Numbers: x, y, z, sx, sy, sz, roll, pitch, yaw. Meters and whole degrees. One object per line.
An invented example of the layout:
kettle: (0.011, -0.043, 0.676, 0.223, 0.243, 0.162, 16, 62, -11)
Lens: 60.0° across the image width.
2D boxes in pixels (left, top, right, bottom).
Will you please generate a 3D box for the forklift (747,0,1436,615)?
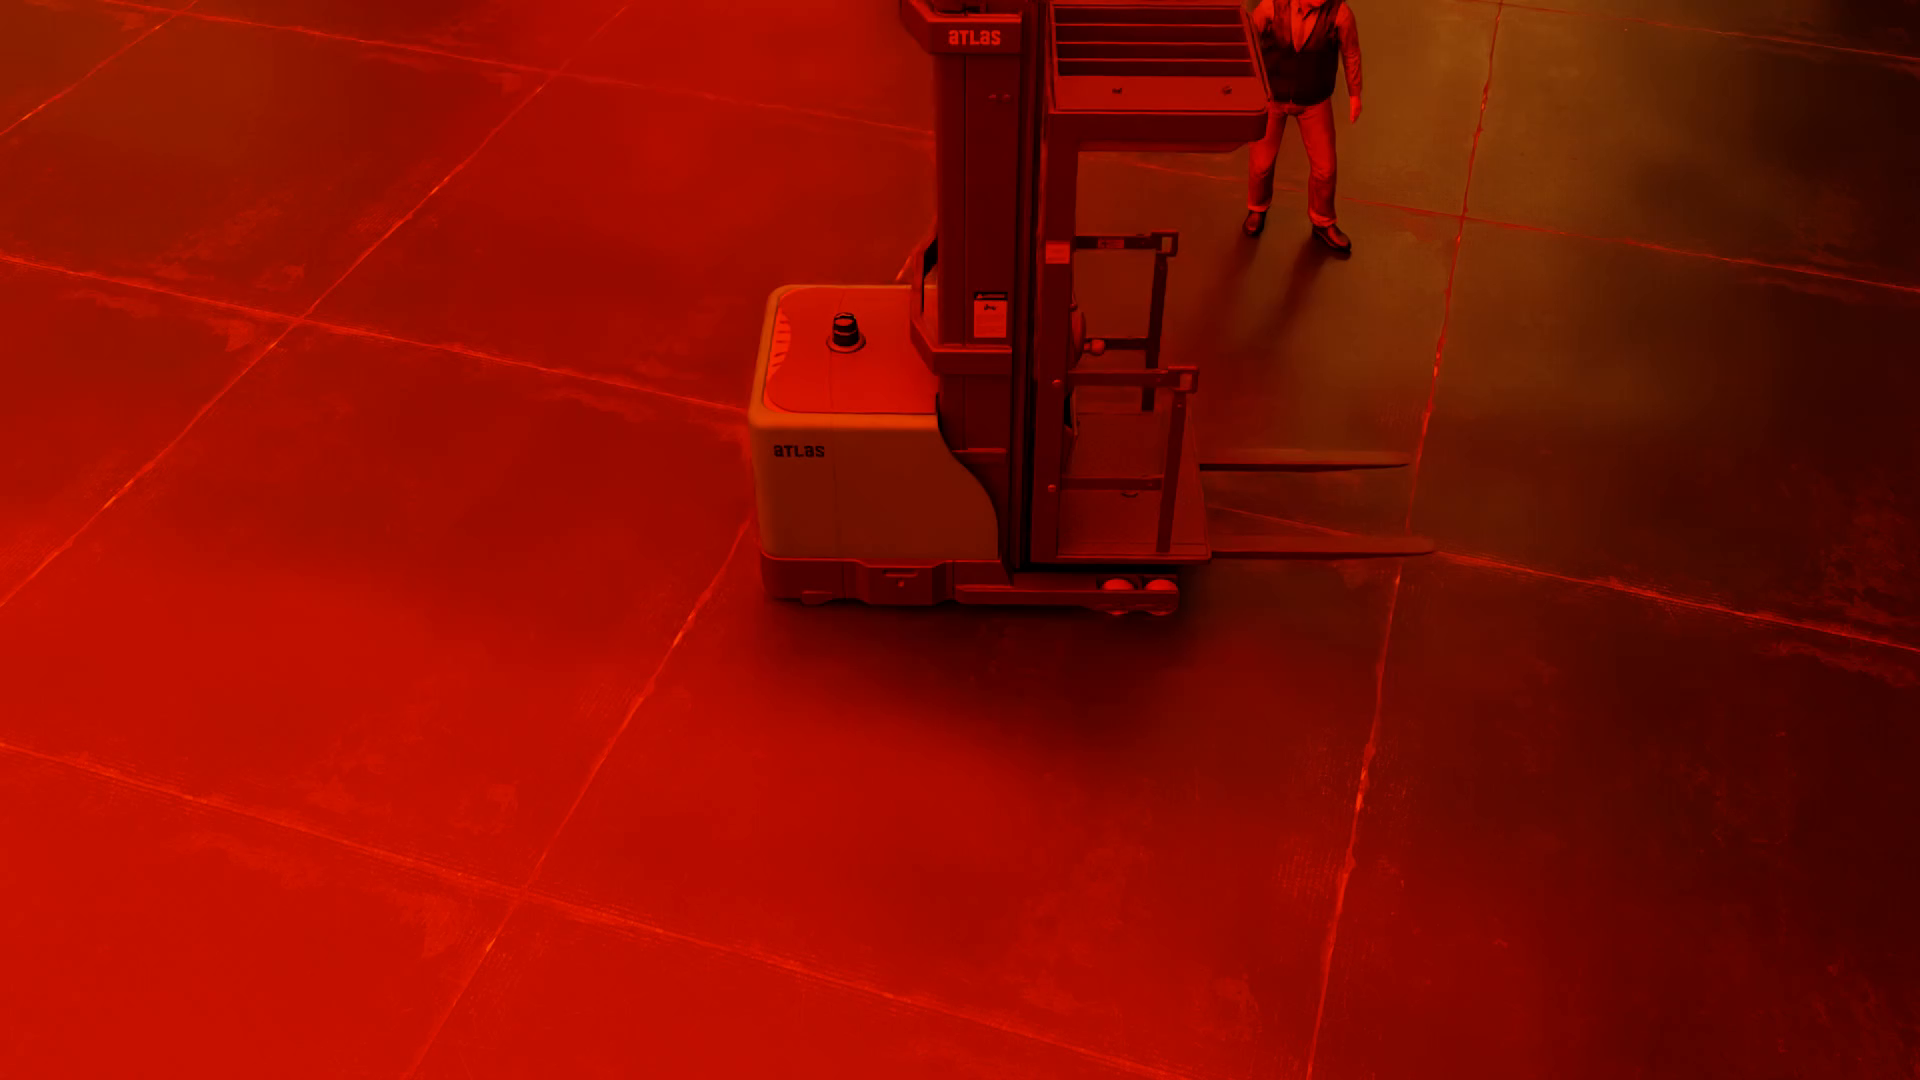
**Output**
forklift: (0.626, -1.103, 6.874, 3.031, 2.935, 1.130, 1, 43, 1)

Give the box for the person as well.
person: (1.884, -2.455, 9.243, 0.840, 1.693, 0.386, 7, 43, 8)
